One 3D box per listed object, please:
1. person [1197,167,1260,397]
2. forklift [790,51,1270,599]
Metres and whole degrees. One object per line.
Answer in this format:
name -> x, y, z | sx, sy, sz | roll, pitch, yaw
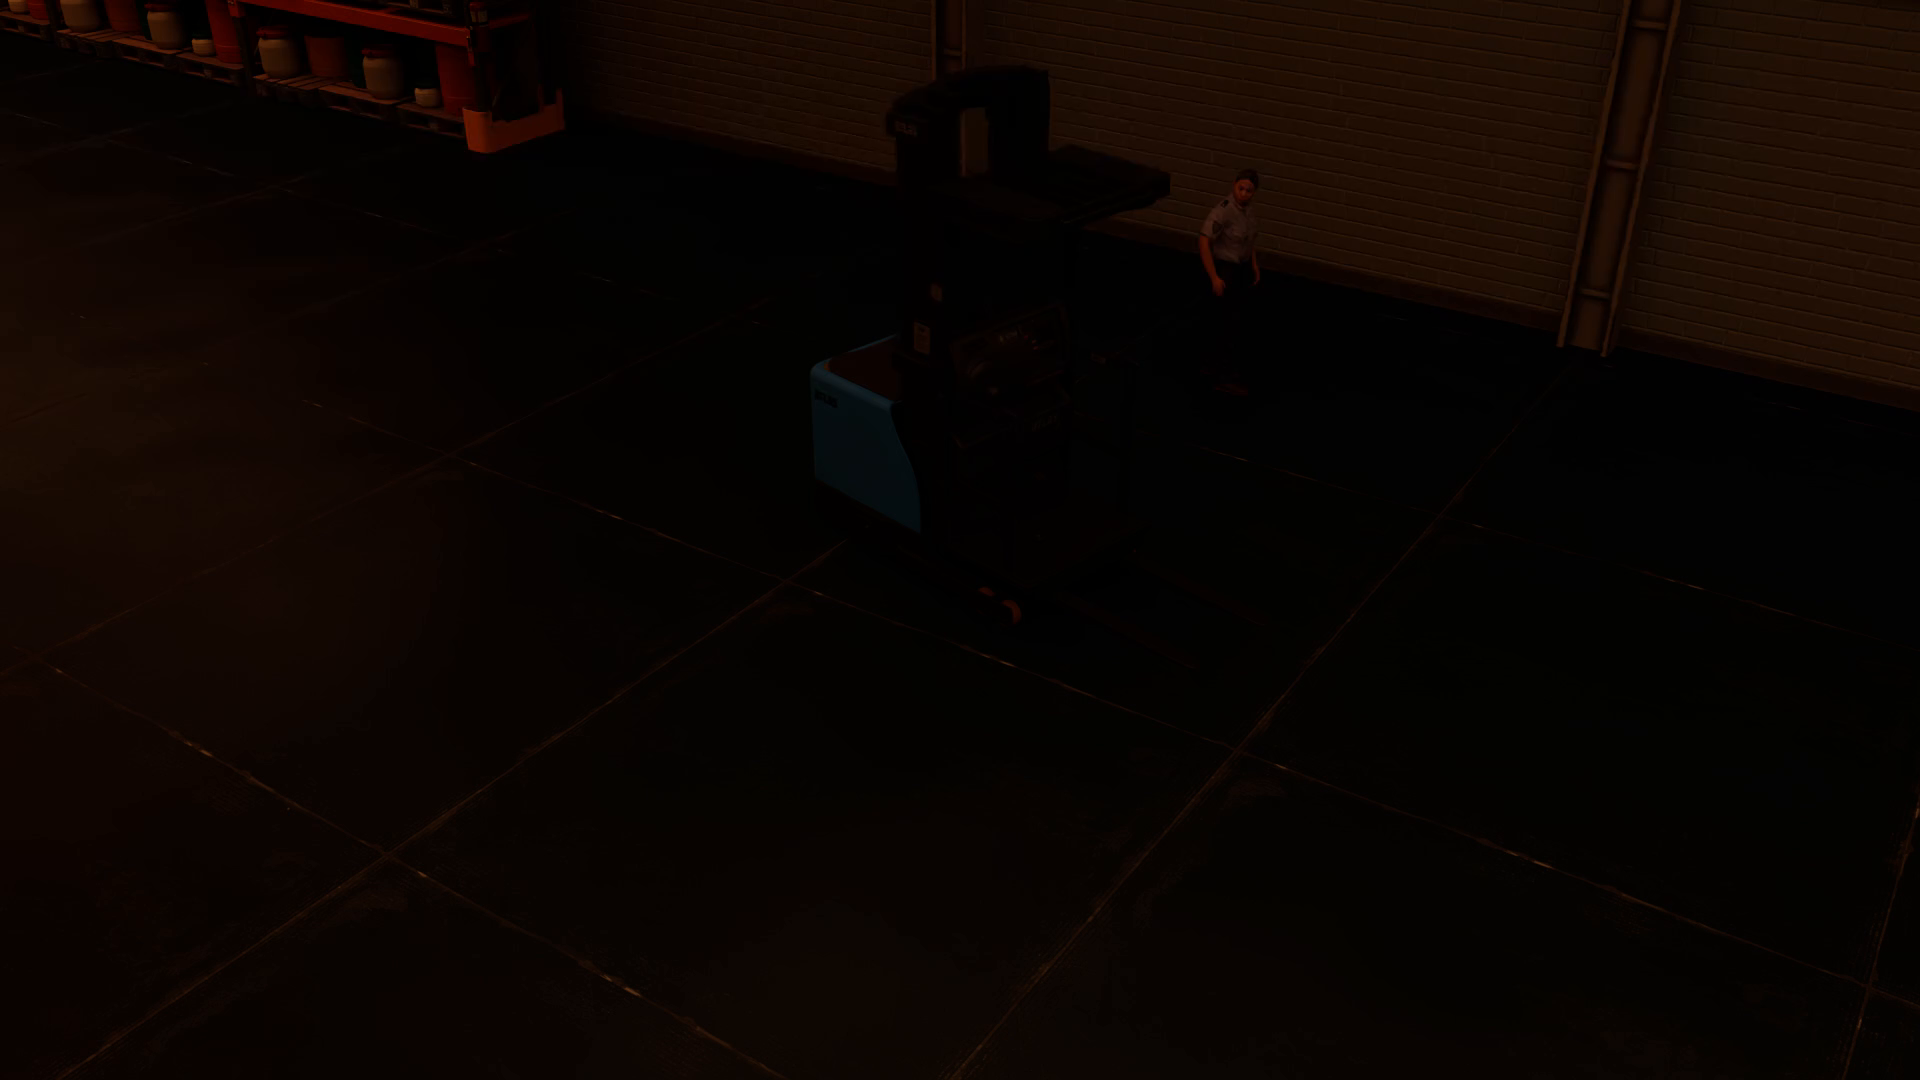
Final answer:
person -> 1.974, -1.886, 12.130 | 0.466, 1.636, 0.472 | -9, 31, -15
forklift -> 0.522, -1.405, 10.000 | 3.031, 2.935, 1.130 | -13, 33, -21
